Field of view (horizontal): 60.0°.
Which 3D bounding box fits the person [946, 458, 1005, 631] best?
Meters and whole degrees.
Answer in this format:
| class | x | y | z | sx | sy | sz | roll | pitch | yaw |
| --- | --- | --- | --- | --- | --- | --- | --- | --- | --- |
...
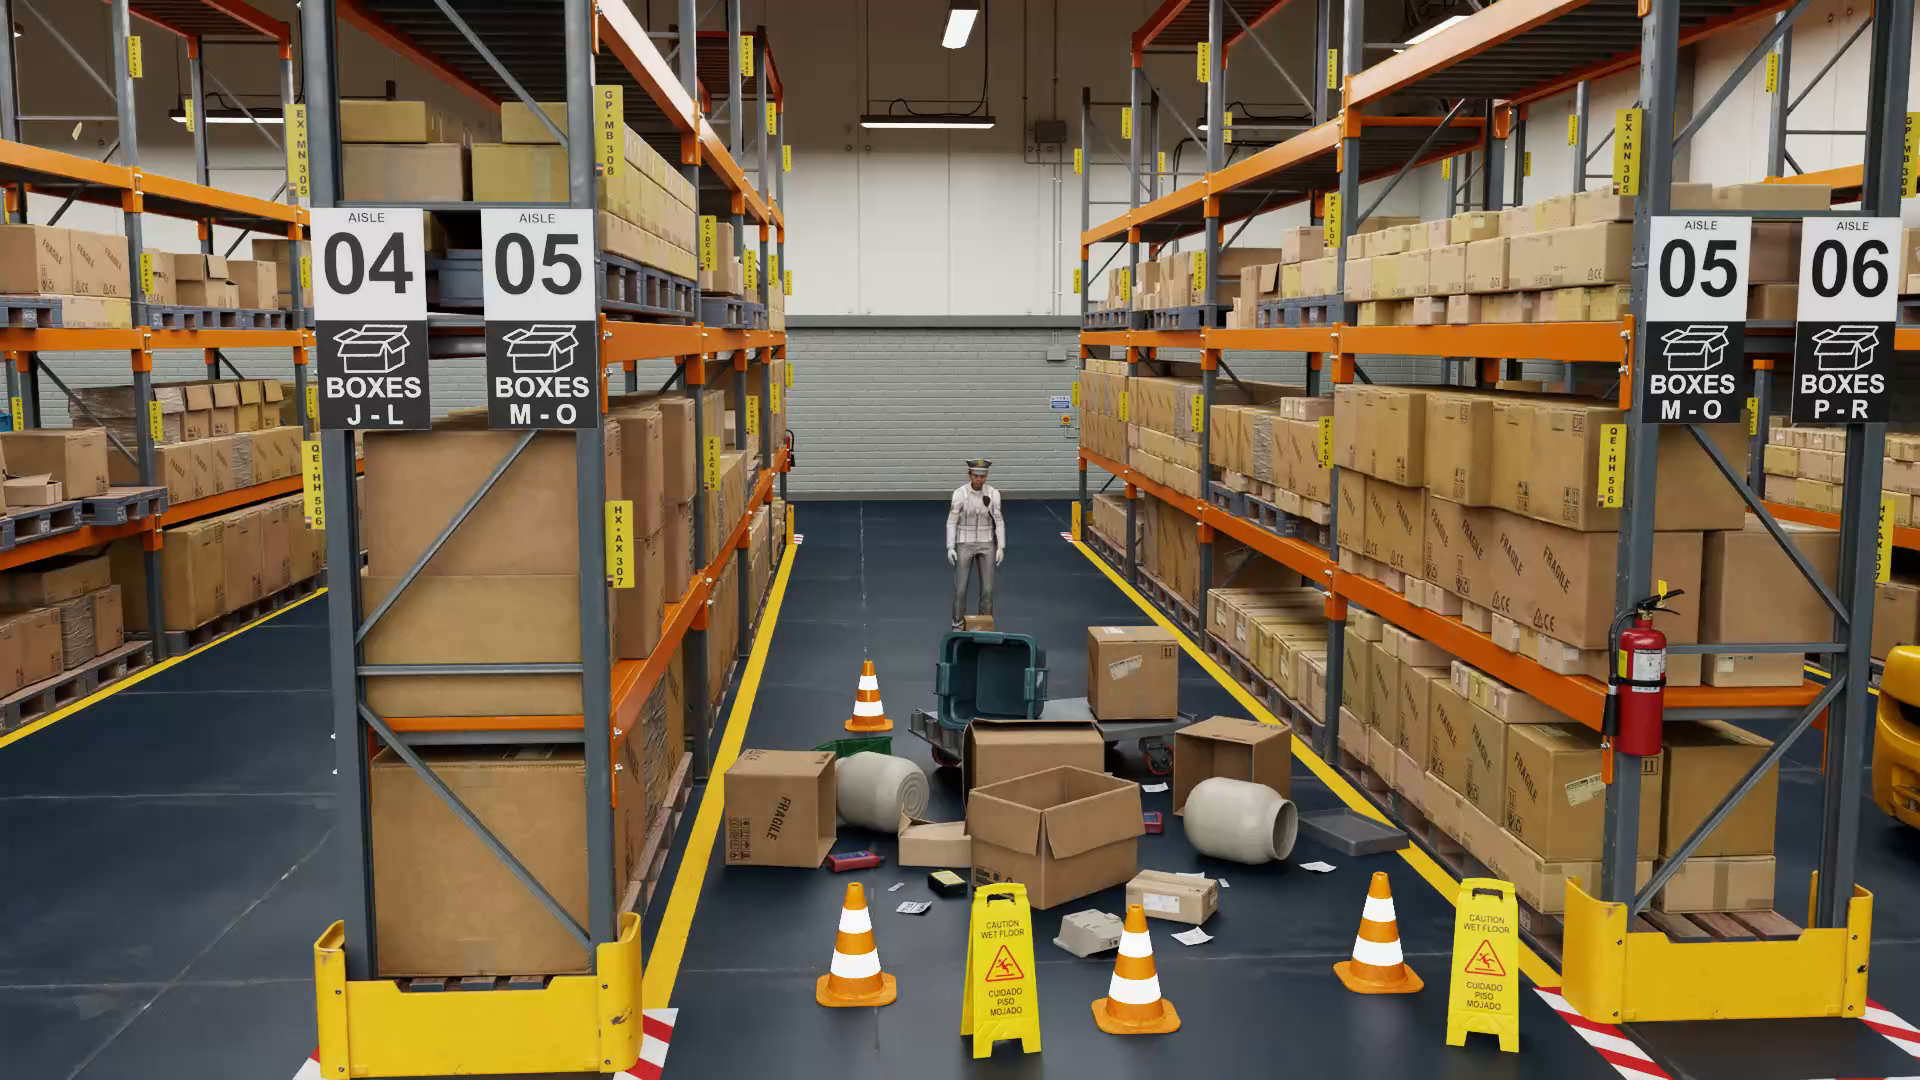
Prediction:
| class | x | y | z | sx | sy | sz | roll | pitch | yaw |
| --- | --- | --- | --- | --- | --- | --- | --- | --- | --- |
| person | 0.144 | 0.089 | 15.007 | 0.533 | 1.663 | 0.379 | -1 | 7 | -4 |
